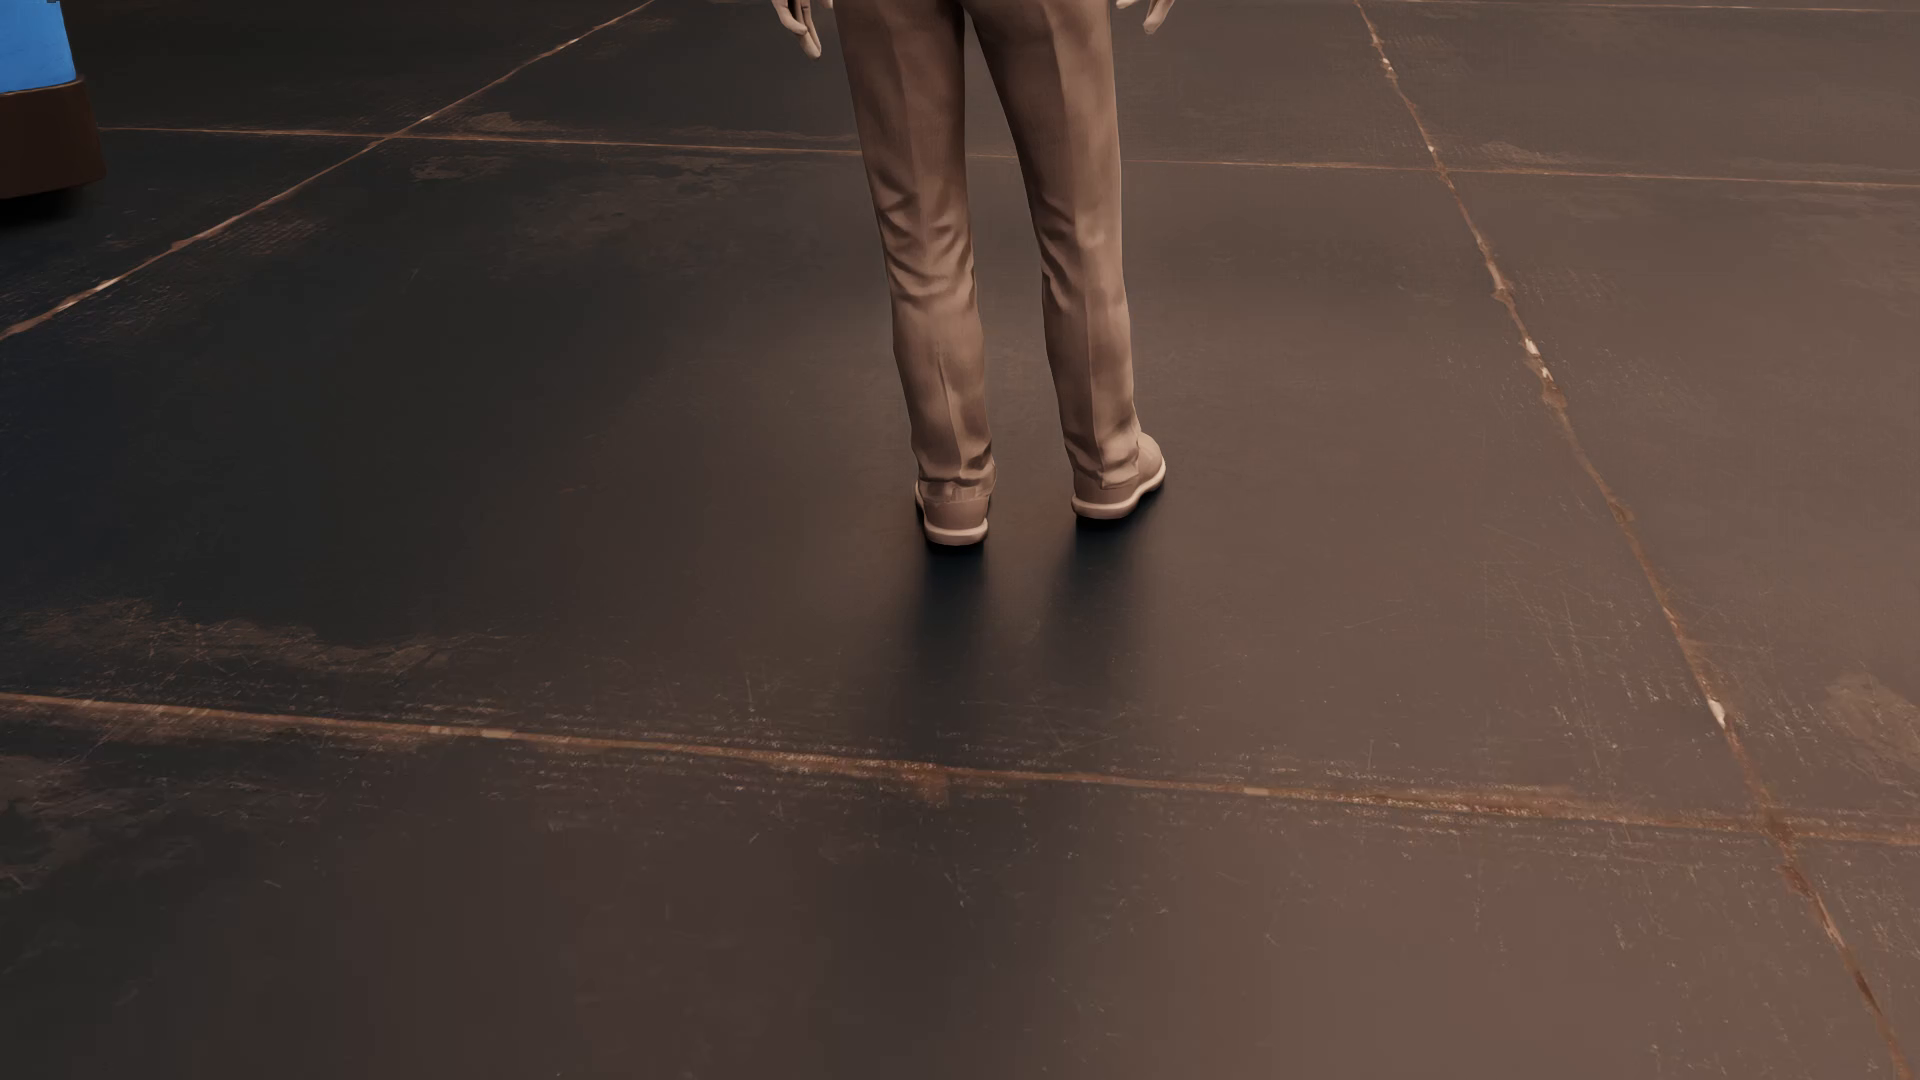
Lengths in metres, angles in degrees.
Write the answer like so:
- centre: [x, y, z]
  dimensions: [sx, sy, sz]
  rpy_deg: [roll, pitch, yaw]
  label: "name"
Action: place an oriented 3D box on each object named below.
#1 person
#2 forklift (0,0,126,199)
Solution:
- centre: [0.016, -0.795, 2.179]
  dimensions: [0.587, 1.694, 0.530]
  rpy_deg: [3, 27, 7]
  label: "person"
- centre: [-3.596, -2.414, 4.057]
  dimensions: [3.031, 2.935, 1.130]
  rpy_deg: [19, 32, 33]
  label: "forklift"
